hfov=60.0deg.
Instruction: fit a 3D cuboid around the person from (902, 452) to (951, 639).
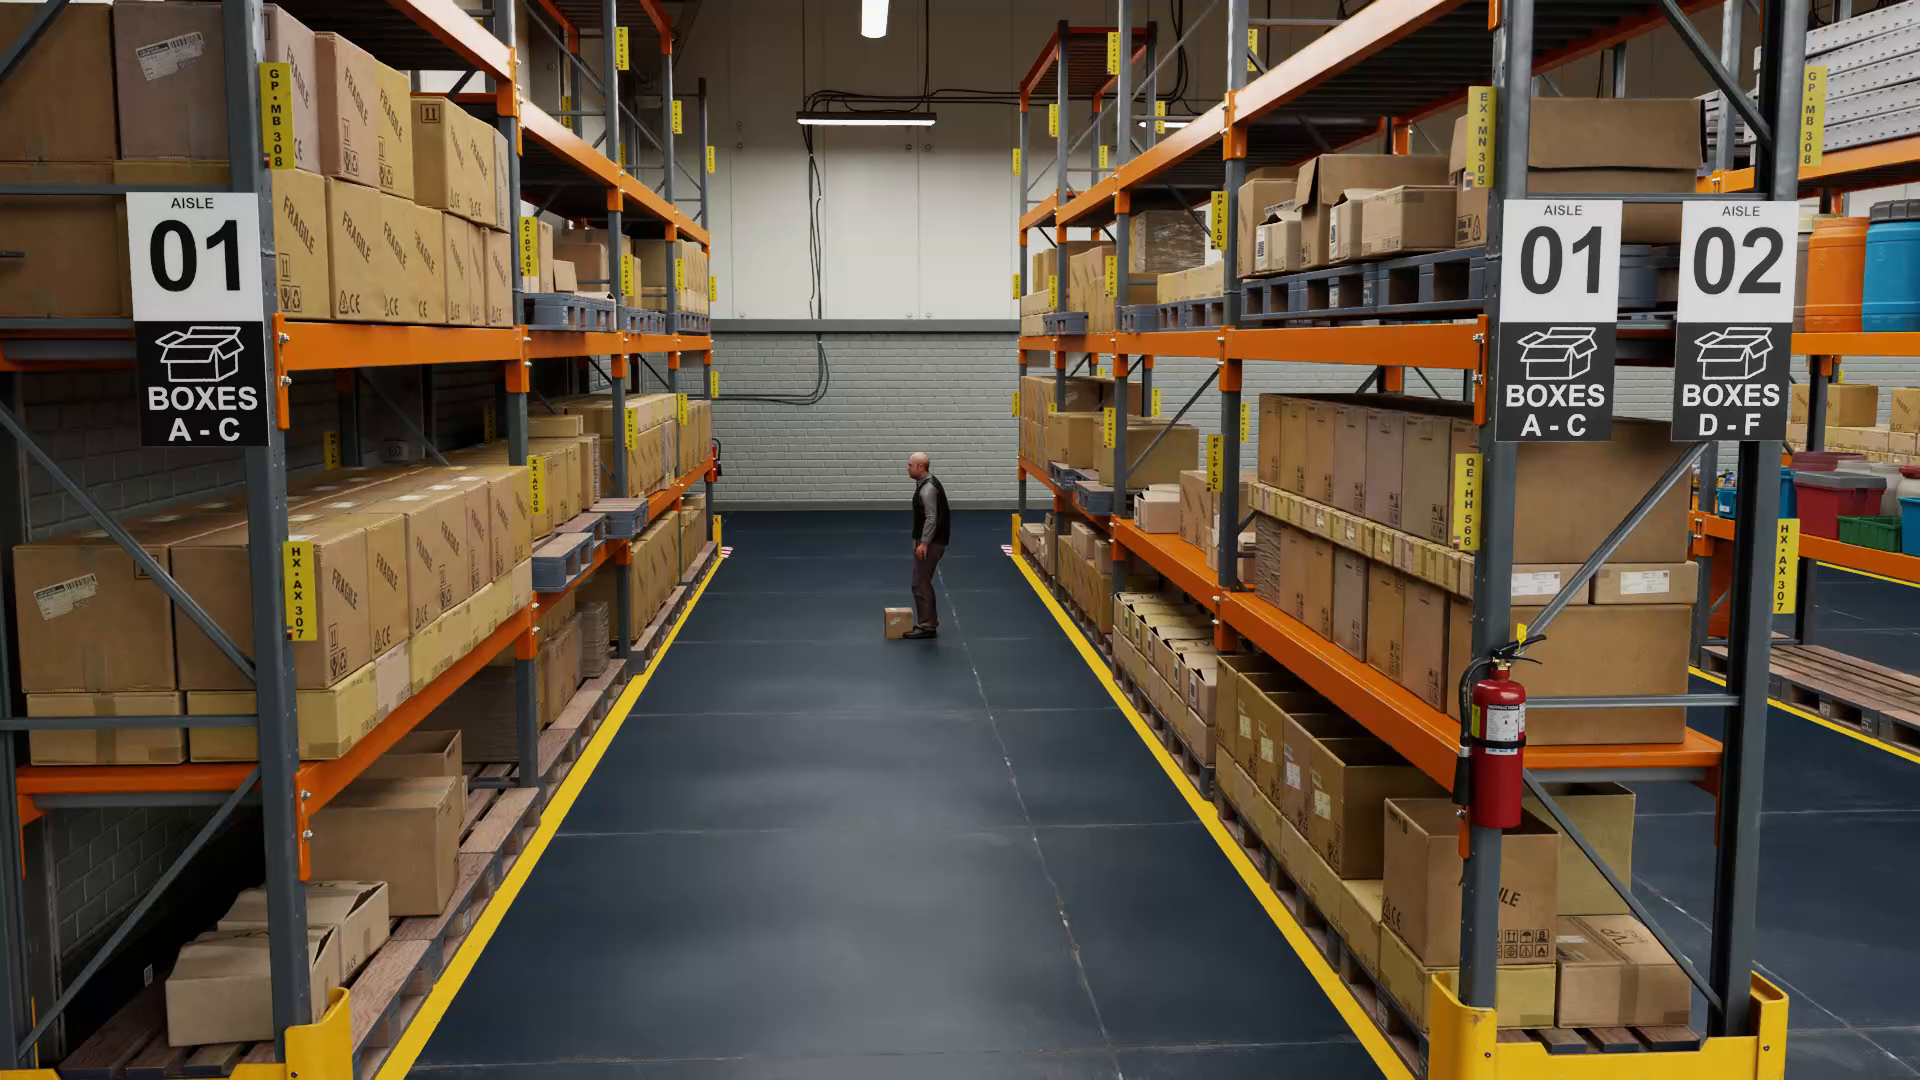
[{"bbox_3d":[-0.318,0.042,15.485,0.460,1.721,0.580,0,7,-4],"label":"person"}]
